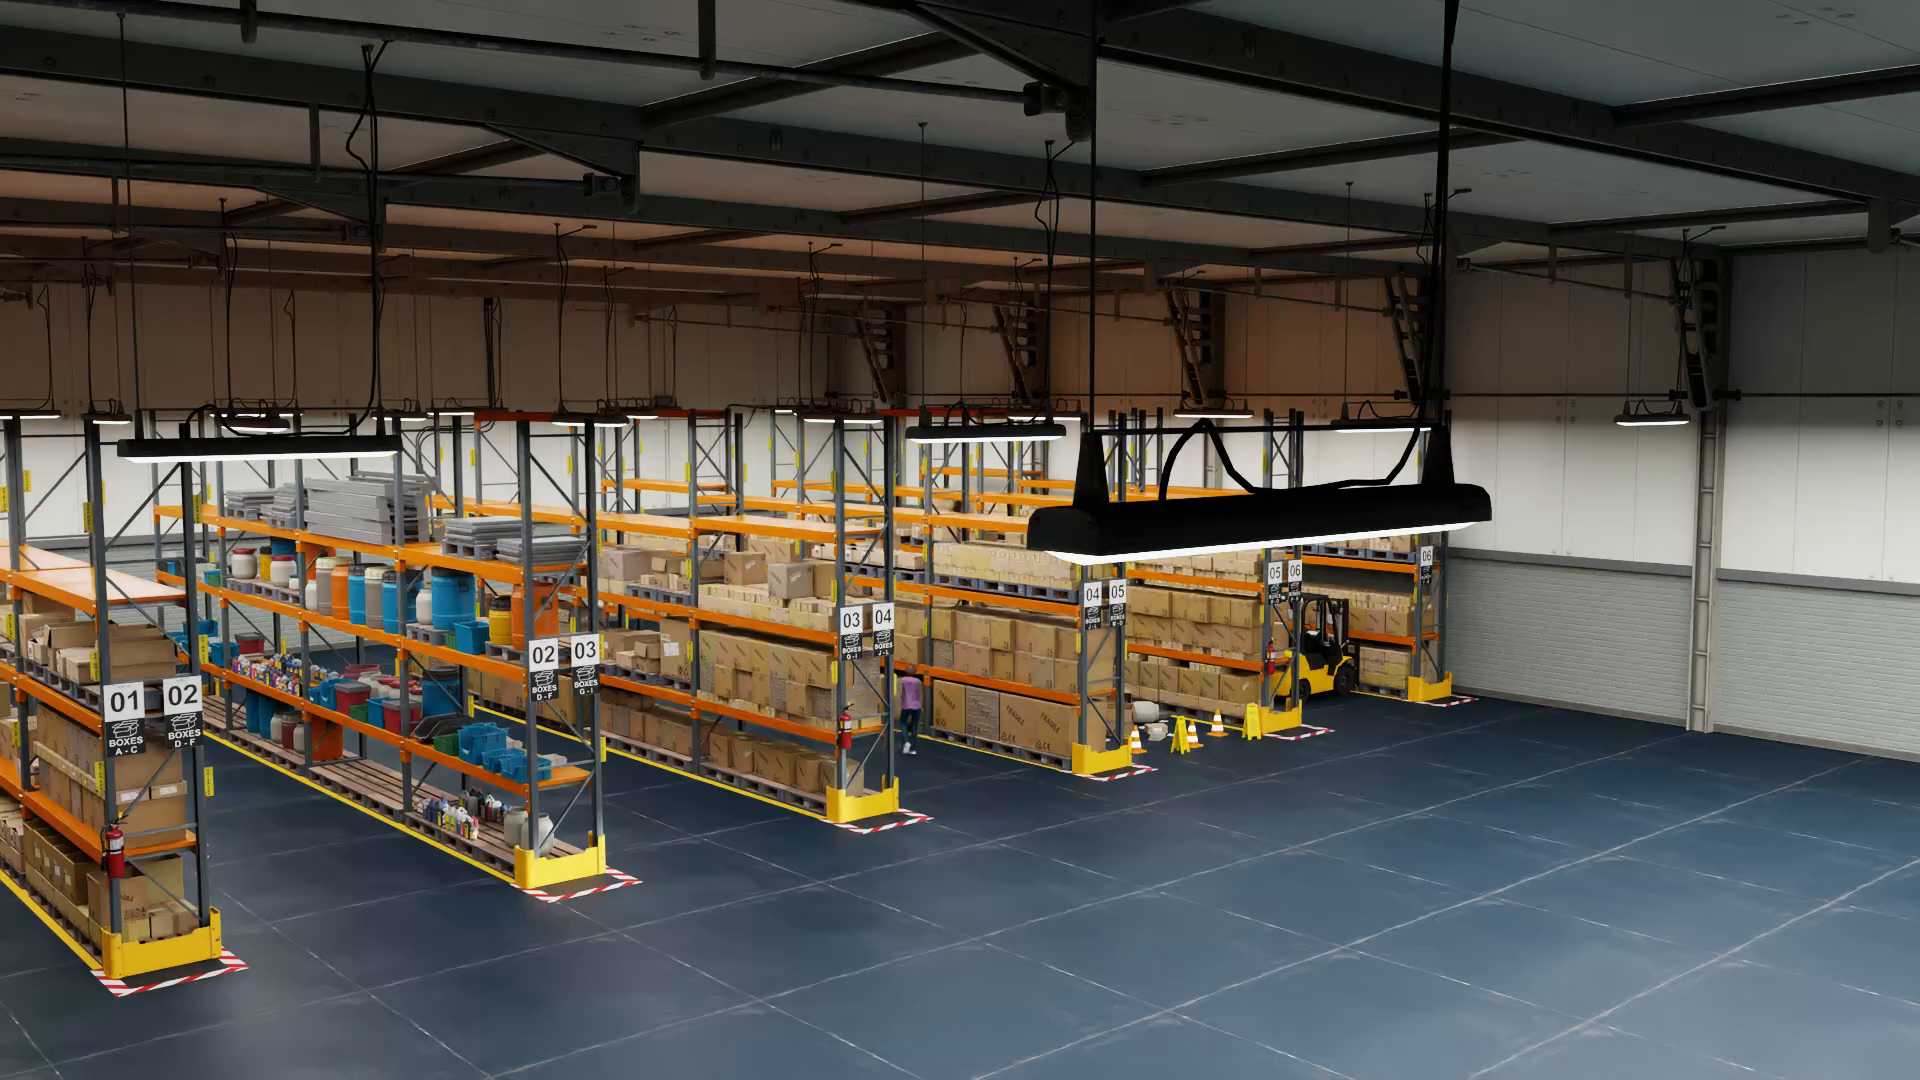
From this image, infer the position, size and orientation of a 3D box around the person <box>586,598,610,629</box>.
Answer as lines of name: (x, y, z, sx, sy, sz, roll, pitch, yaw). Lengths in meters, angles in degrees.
person: (-9.268, 1.700, 42.526, 0.531, 1.765, 0.700, 1, 5, 7)

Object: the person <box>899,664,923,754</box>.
person: (-0.863, 2.958, 29.178, 0.438, 1.594, 0.390, -1, 5, -8)
